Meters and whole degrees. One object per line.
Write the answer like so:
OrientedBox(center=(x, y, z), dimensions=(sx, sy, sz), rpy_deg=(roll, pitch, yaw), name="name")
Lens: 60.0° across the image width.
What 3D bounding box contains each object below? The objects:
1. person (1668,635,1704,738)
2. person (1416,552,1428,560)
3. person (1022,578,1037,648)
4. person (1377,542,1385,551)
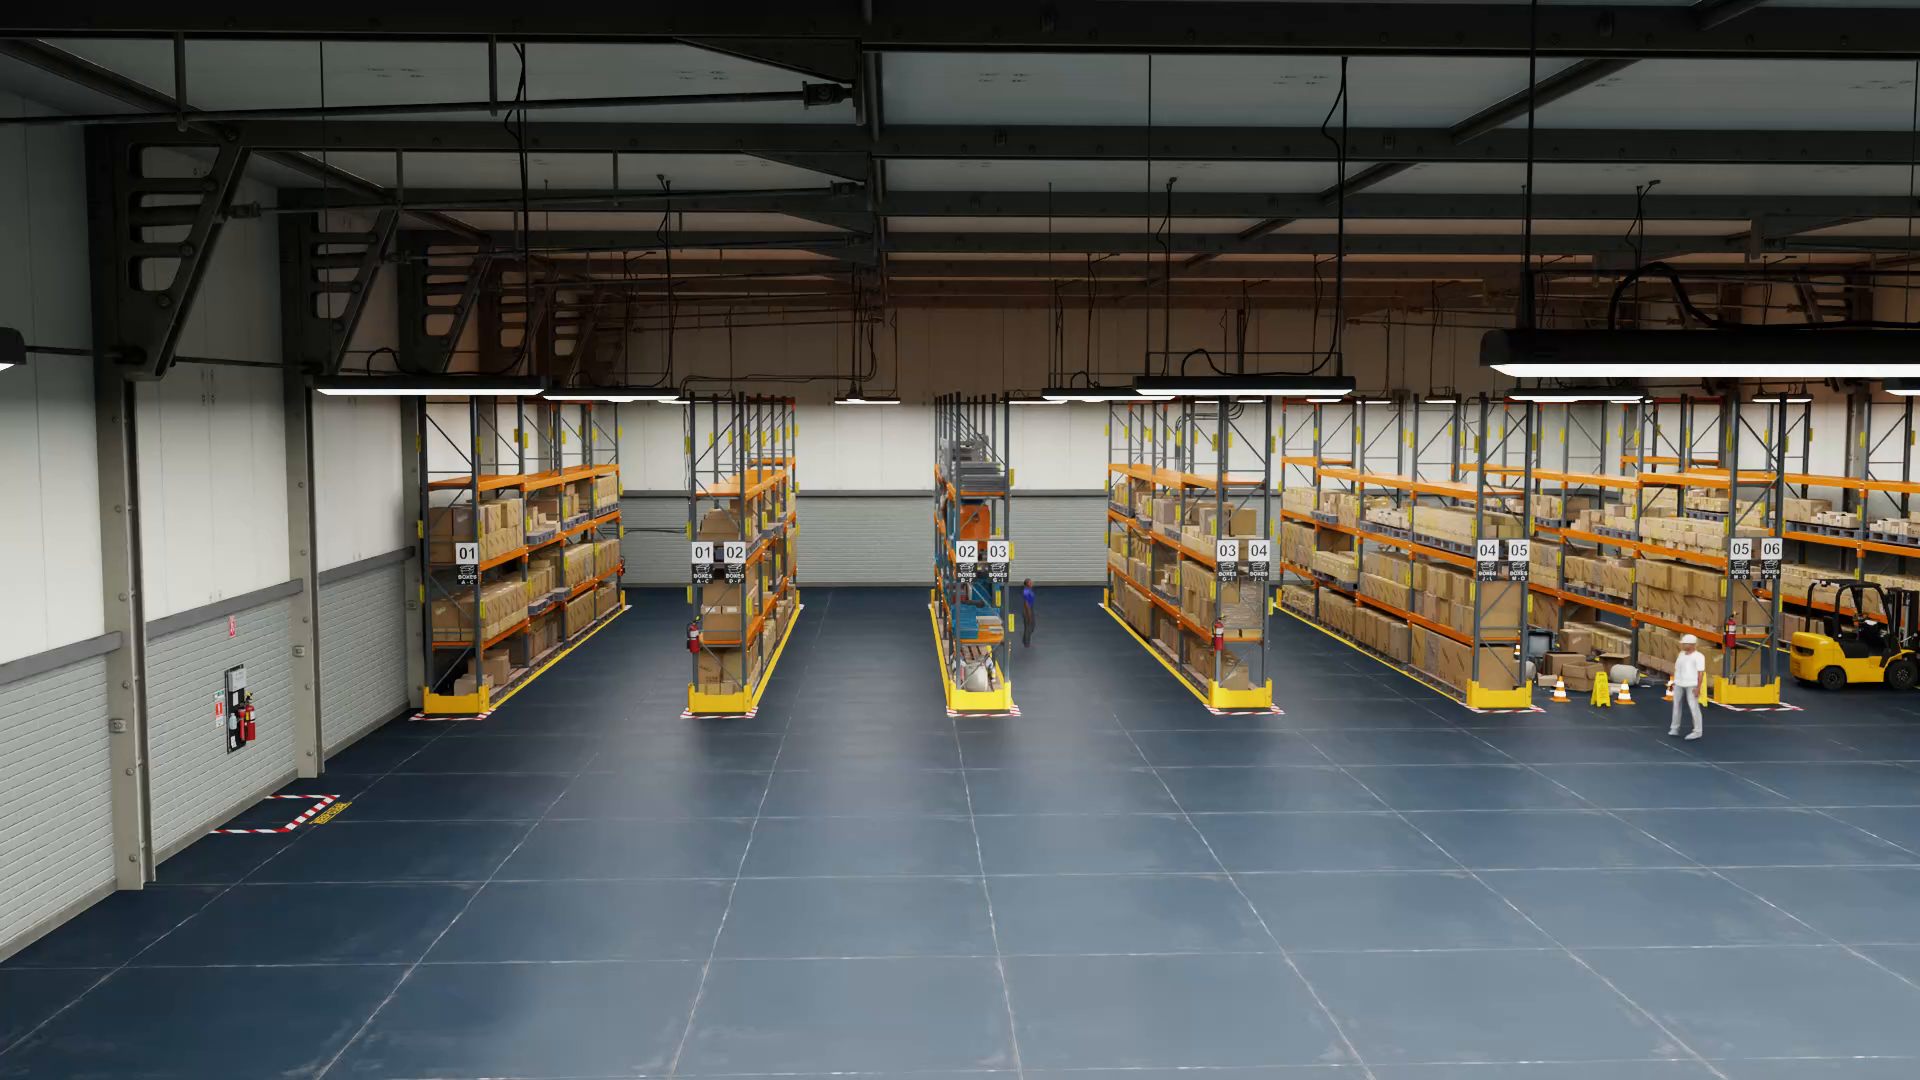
OrientedBox(center=(12.593, 2.522, 28.882), dimensions=(0.483, 1.764, 0.626), rpy_deg=(-3, 6, -36), name="person")
OrientedBox(center=(14.110, 0.720, 51.162), dimensions=(0.523, 1.776, 0.597), rpy_deg=(-2, 5, -23), name="person")
OrientedBox(center=(1.652, 1.790, 39.456), dimensions=(0.411, 1.567, 0.558), rpy_deg=(1, 5, 12), name="person")
OrientedBox(center=(12.440, 0.900, 49.087), dimensions=(0.684, 1.758, 0.584), rpy_deg=(0, 5, -5), name="person")
